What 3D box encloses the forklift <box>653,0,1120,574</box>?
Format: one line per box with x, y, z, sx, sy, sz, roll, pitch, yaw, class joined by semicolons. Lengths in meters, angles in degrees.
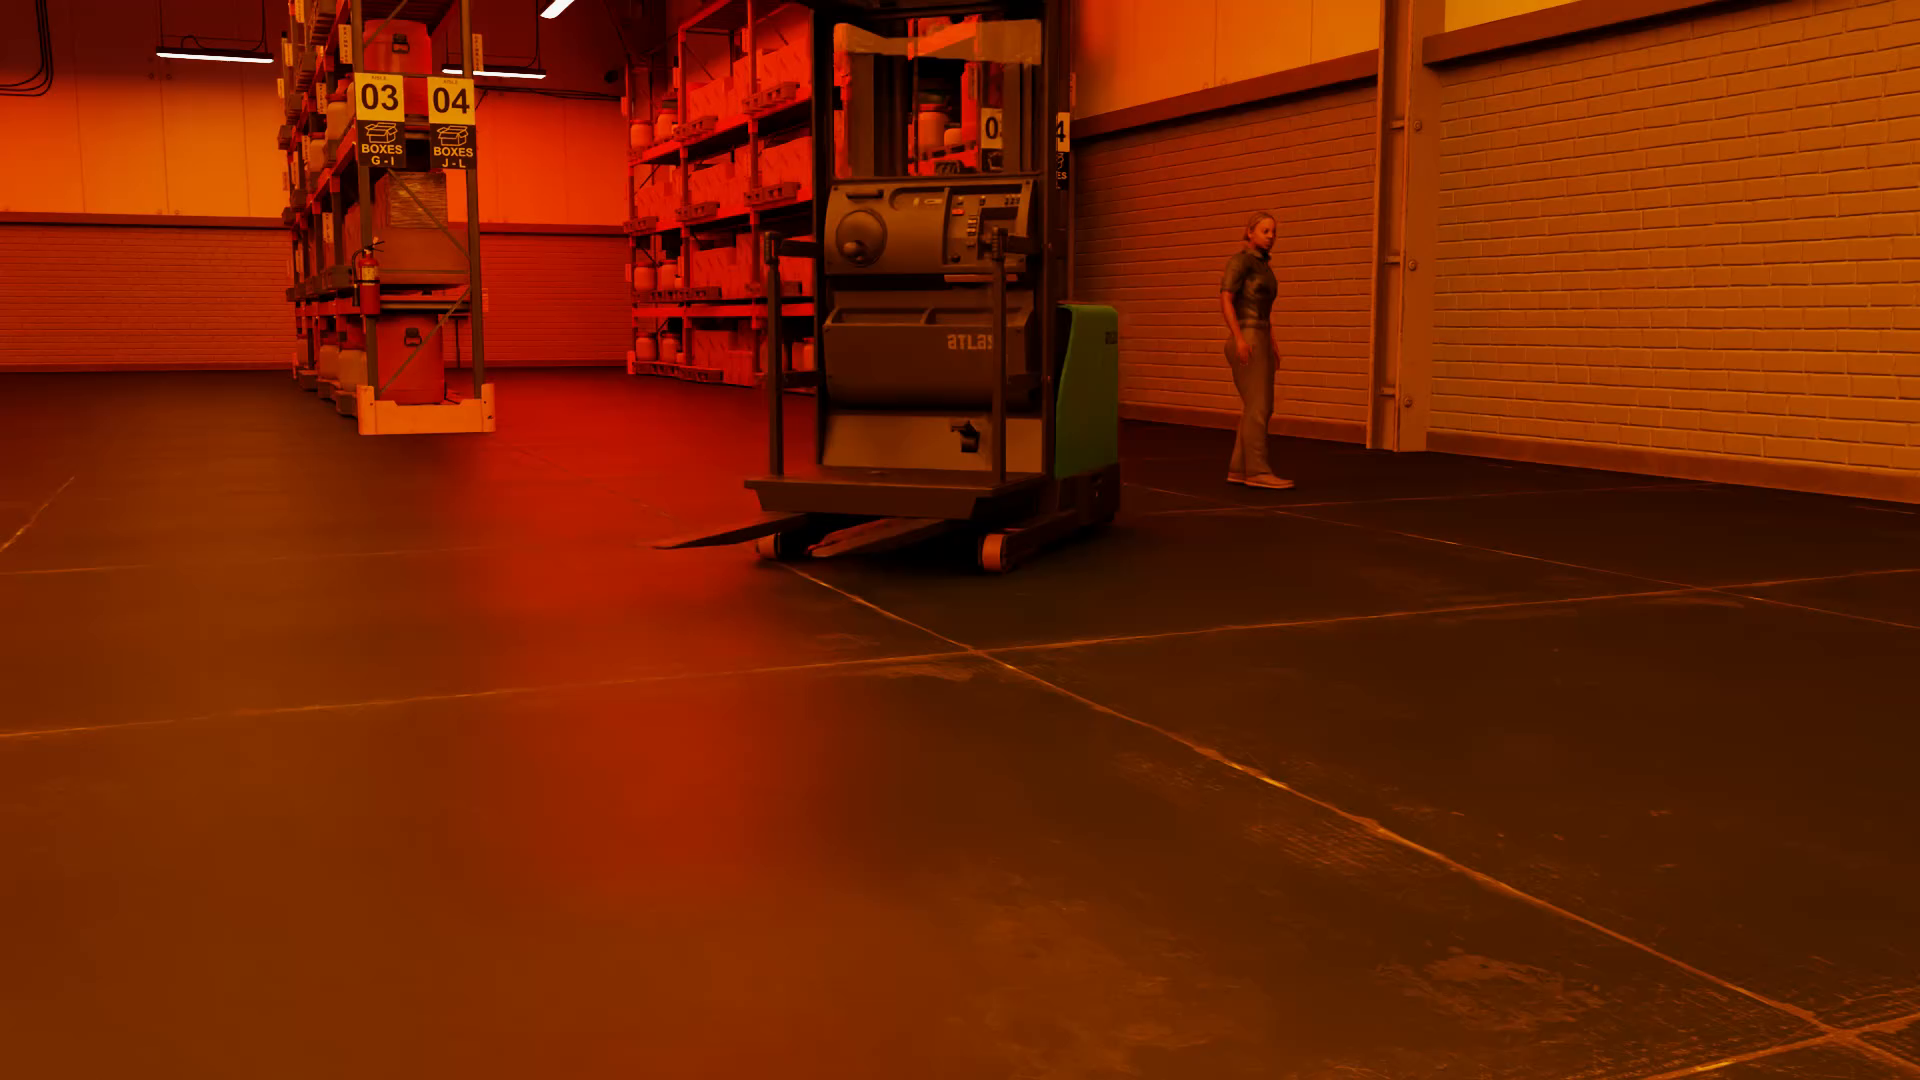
-0.213;-1.378;6.894;1.130;2.935;3.031;3;8;21;forklift

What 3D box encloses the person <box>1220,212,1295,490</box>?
1.847;-1.149;10.061;0.472;1.654;0.631;4;8;25;person
